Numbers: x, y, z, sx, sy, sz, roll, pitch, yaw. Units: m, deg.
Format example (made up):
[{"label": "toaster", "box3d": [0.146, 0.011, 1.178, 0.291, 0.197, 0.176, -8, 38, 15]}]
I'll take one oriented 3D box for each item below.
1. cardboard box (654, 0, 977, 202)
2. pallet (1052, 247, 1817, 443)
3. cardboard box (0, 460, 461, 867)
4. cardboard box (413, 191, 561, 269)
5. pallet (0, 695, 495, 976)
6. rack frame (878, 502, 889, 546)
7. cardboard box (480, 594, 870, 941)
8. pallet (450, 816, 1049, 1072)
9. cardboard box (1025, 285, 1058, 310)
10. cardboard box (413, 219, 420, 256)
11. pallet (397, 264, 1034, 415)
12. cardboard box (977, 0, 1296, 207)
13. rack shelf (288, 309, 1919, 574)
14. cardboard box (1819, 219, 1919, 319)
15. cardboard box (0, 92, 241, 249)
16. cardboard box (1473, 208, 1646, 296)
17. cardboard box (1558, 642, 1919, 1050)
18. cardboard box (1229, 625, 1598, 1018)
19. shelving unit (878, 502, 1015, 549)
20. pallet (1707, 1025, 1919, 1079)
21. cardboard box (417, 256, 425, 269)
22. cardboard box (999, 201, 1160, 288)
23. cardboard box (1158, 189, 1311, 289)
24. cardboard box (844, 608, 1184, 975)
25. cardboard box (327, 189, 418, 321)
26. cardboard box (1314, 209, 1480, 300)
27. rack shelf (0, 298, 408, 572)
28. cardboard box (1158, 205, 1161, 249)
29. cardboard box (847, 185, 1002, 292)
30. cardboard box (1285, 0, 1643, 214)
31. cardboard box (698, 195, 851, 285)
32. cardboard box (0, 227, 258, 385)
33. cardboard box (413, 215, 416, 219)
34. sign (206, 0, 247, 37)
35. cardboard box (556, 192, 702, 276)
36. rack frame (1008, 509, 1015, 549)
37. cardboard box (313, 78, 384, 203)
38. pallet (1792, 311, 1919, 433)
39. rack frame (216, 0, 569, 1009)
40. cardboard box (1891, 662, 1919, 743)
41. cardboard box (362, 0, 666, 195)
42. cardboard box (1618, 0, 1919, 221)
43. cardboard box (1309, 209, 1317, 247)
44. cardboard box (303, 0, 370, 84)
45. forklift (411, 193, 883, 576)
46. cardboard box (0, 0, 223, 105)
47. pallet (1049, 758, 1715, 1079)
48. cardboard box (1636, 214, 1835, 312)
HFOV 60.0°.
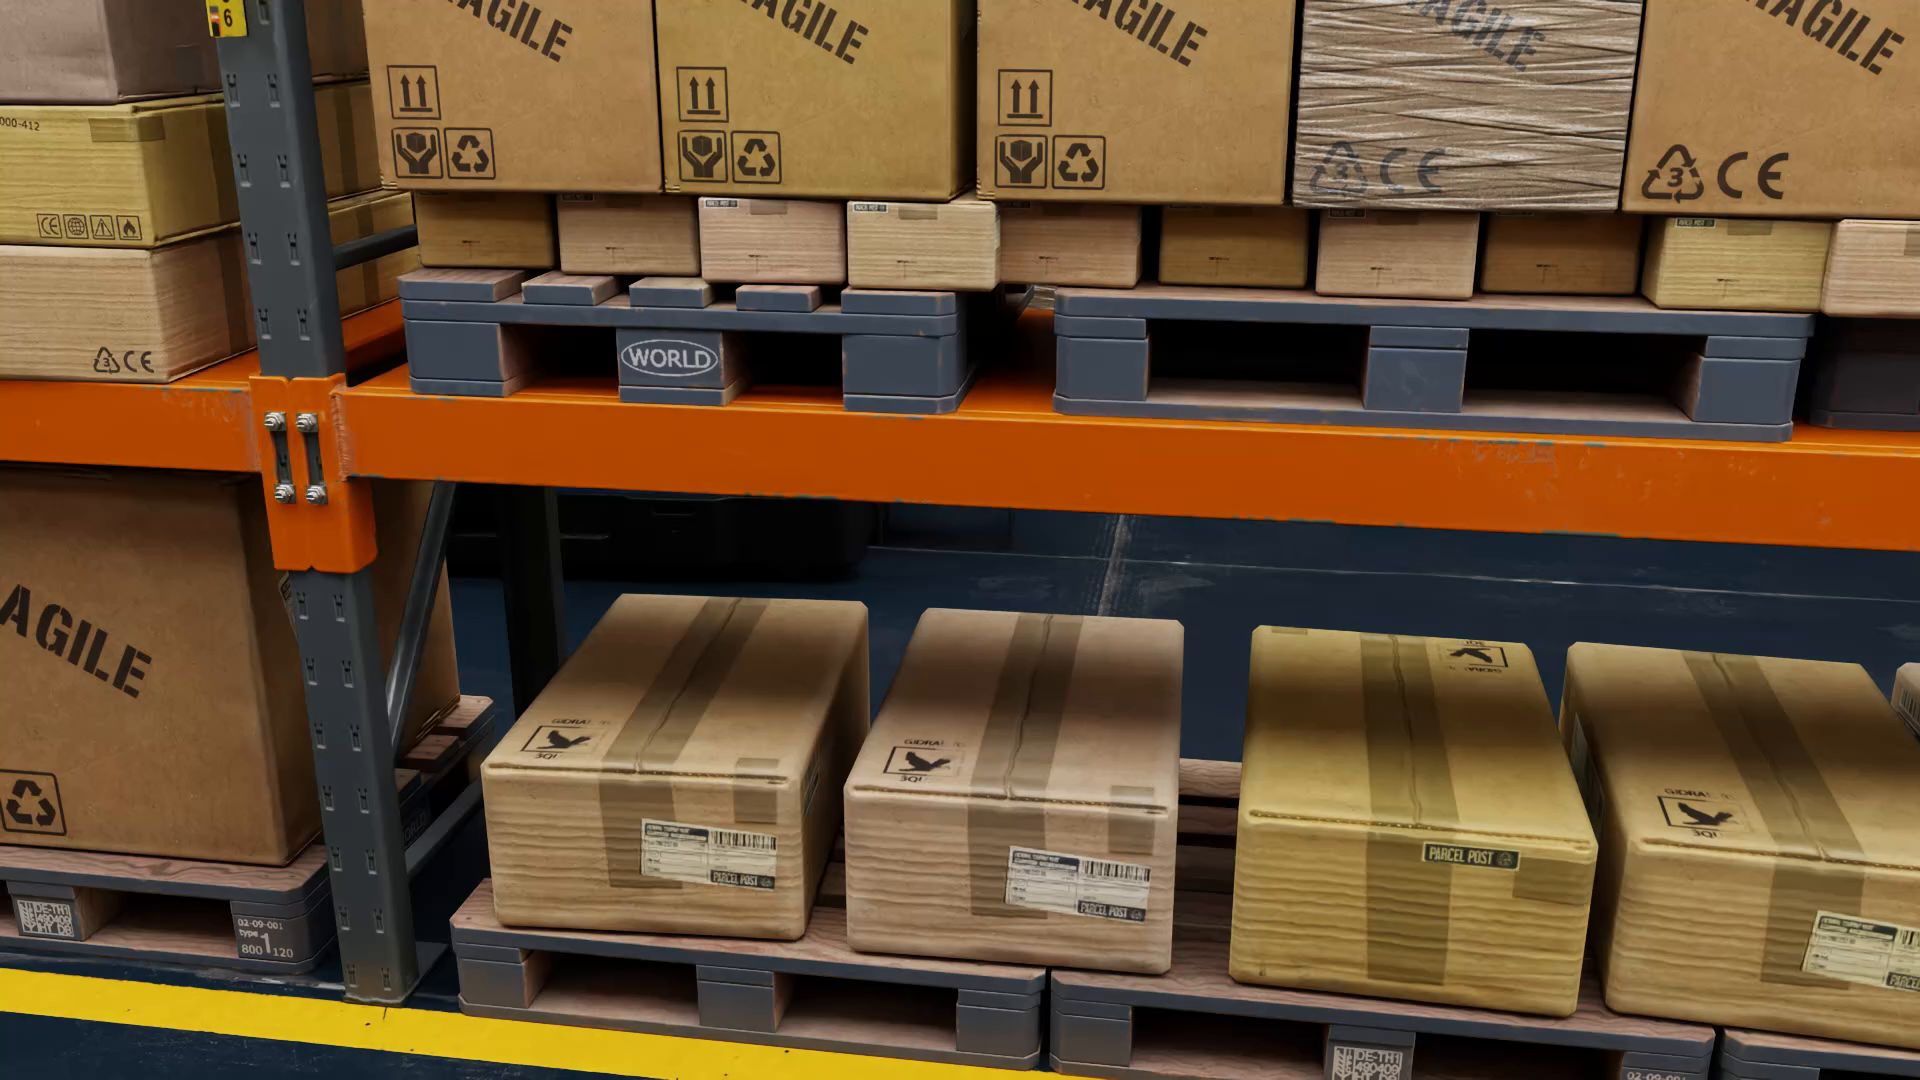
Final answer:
[{"label": "cardboard box", "box3d": [-0.209, -0.886, 2.936, 0.500, 0.500, 0.500, 4, 19, 11]}, {"label": "pallet", "box3d": [0.829, -0.440, 3.193, 1.213, 0.211, 1.003, 3, 19, 9]}, {"label": "cardboard box", "box3d": [-1.801, 0.130, 3.874, 0.875, 0.875, 0.875, 3, 19, 8]}, {"label": "cardboard box", "box3d": [-0.841, -0.623, 3.172, 0.250, 0.149, 0.380, 2, 19, 5]}, {"label": "pallet", "box3d": [-1.899, 0.641, 4.054, 1.213, 0.211, 1.003, 3, 19, 9]}, {"label": "rack frame", "box3d": [-0.291, -0.586, 6.162, 0.015, 1.200, 0.240, 1, 19, 4]}, {"label": "cardboard box", "box3d": [-0.576, 0.461, 3.678, 0.625, 0.372, 0.950, 2, 19, 5]}, {"label": "pallet", "box3d": [-0.361, 0.744, 3.746, 1.213, 0.211, 1.003, 3, 19, 9]}, {"label": "cardboard box", "box3d": [0.265, -1.210, 8.274, 0.625, 0.625, 0.875, 4, 19, 10]}, {"label": "cardboard box", "box3d": [-2.687, -1.548, 8.458, 0.250, 0.149, 0.380, 4, 19, 11]}, {"label": "pallet", "box3d": [-0.412, -0.524, 3.445, 1.003, 0.211, 1.213, 3, 19, 9]}, {"label": "cardboard box", "box3d": [0.316, -0.862, 2.863, 0.500, 0.500, 0.500, 3, 19, 10]}, {"label": "rack shelf", "box3d": [0.843, -0.176, 3.235, 4.000, 0.370, 1.077, 3, 19, 9]}, {"label": "cardboard box", "box3d": [1.496, -0.468, 2.709, 0.250, 0.149, 0.380, 3, 19, 9]}, {"label": "cardboard box", "box3d": [-1.651, -0.728, 3.201, 0.500, 0.250, 0.500, 3, 19, 8]}, {"label": "cardboard box", "box3d": [1.017, -0.537, 2.915, 0.250, 0.149, 0.380, 2, 19, 7]}, {"label": "cardboard box", "box3d": [1.589, 0.570, 3.352, 0.625, 0.372, 0.950, 4, 19, 12]}, {"label": "cardboard box", "box3d": [0.902, 0.535, 3.455, 0.625, 0.372, 0.950, 4, 19, 10]}, {"label": "shelving unit", "box3d": [-0.048, -0.580, 6.146, 0.503, 1.200, 0.258, 1, 19, 4]}, {"label": "pallet", "box3d": [2.048, 0.867, 3.379, 1.213, 0.211, 1.003, 3, 19, 9]}, {"label": "cardboard box", "box3d": [-2.837, -1.243, 8.568, 0.500, 0.500, 0.500, 2, 19, 7]}, {"label": "cardboard box", "box3d": [0.215, -0.562, 2.990, 0.250, 0.149, 0.380, 4, 19, 12]}, {"label": "cardboard box", "box3d": [0.500, -0.560, 2.984, 0.250, 0.149, 0.380, 4, 19, 11]}, {"label": "cardboard box", "box3d": [0.154, 0.495, 3.575, 0.625, 0.372, 0.950, 3, 19, 8]}, {"label": "cardboard box", "box3d": [-1.575, -0.650, 3.755, 0.500, 0.250, 0.500, 3, 19, 8]}, {"label": "cardboard box", "box3d": [0.747, -0.527, 2.884, 0.250, 0.149, 0.380, 4, 19, 10]}, {"label": "rack shelf", "box3d": [-3.107, -0.377, 3.837, 4.000, 0.370, 1.077, 3, 19, 9]}, {"label": "cardboard box", "box3d": [0.510, -0.689, 3.368, 0.250, 0.149, 0.380, 3, 19, 9]}, {"label": "cardboard box", "box3d": [-0.036, -0.550, 2.953, 0.250, 0.149, 0.380, 3, 19, 9]}, {"label": "cardboard box", "box3d": [0.809, -0.834, 2.780, 0.500, 0.500, 0.500, 2, 19, 7]}, {"label": "cardboard box", "box3d": [-0.304, -0.570, 3.014, 0.250, 0.149, 0.380, 2, 19, 5]}, {"label": "cardboard box", "box3d": [-1.673, -0.491, 3.279, 0.500, 0.250, 0.500, 2, 19, 7]}, {"label": "cardboard box", "box3d": [-2.931, -1.561, 8.498, 0.250, 0.149, 0.380, 3, 19, 9]}, {"label": "sign", "box3d": [-1.217, -0.993, 2.718, 0.005, 0.325, 0.100, 3, 19, 9]}, {"label": "cardboard box", "box3d": [-0.567, -0.598, 3.098, 0.250, 0.149, 0.380, 2, 19, 5]}, {"label": "rack frame", "box3d": [0.196, -0.575, 6.130, 0.015, 1.200, 0.240, 1, 19, 4]}, {"label": "cardboard box", "box3d": [-1.593, -0.887, 3.674, 0.500, 0.250, 0.500, 3, 19, 8]}, {"label": "pallet", "box3d": [2.086, -0.409, 3.102, 1.213, 0.211, 1.003, 3, 19, 9]}, {"label": "rack frame", "box3d": [-1.132, -0.618, 3.422, 0.127, 3.000, 1.000, 3, 19, 9]}, {"label": "cardboard box", "box3d": [2.299, 0.605, 3.247, 0.625, 0.372, 0.950, 3, 19, 9]}, {"label": "cardboard box", "box3d": [-0.725, -0.910, 3.008, 0.500, 0.500, 0.500, 2, 19, 7]}, {"label": "cardboard box", "box3d": [1.326, -0.808, 2.702, 0.500, 0.500, 0.500, 4, 19, 11]}, {"label": "cardboard box", "box3d": [0.771, -0.702, 3.407, 0.250, 0.149, 0.380, 2, 19, 7]}, {"label": "cardboard box", "box3d": [-1.580, -1.241, 3.551, 0.500, 0.500, 0.500, 2, 19, 7]}, {"label": "forklift", "box3d": [-1.826, -1.433, 5.968, 3.031, 2.935, 1.130, 1, 19, 4]}, {"label": "cardboard box", "box3d": [-1.684, -1.083, 3.080, 0.500, 0.500, 0.500, 2, 19, 7]}, {"label": "pallet", "box3d": [0.840, 0.807, 3.560, 1.213, 0.211, 1.003, 3, 19, 9]}, {"label": "cardboard box", "box3d": [1.260, -0.492, 2.779, 0.250, 0.149, 0.380, 3, 19, 9]}]
